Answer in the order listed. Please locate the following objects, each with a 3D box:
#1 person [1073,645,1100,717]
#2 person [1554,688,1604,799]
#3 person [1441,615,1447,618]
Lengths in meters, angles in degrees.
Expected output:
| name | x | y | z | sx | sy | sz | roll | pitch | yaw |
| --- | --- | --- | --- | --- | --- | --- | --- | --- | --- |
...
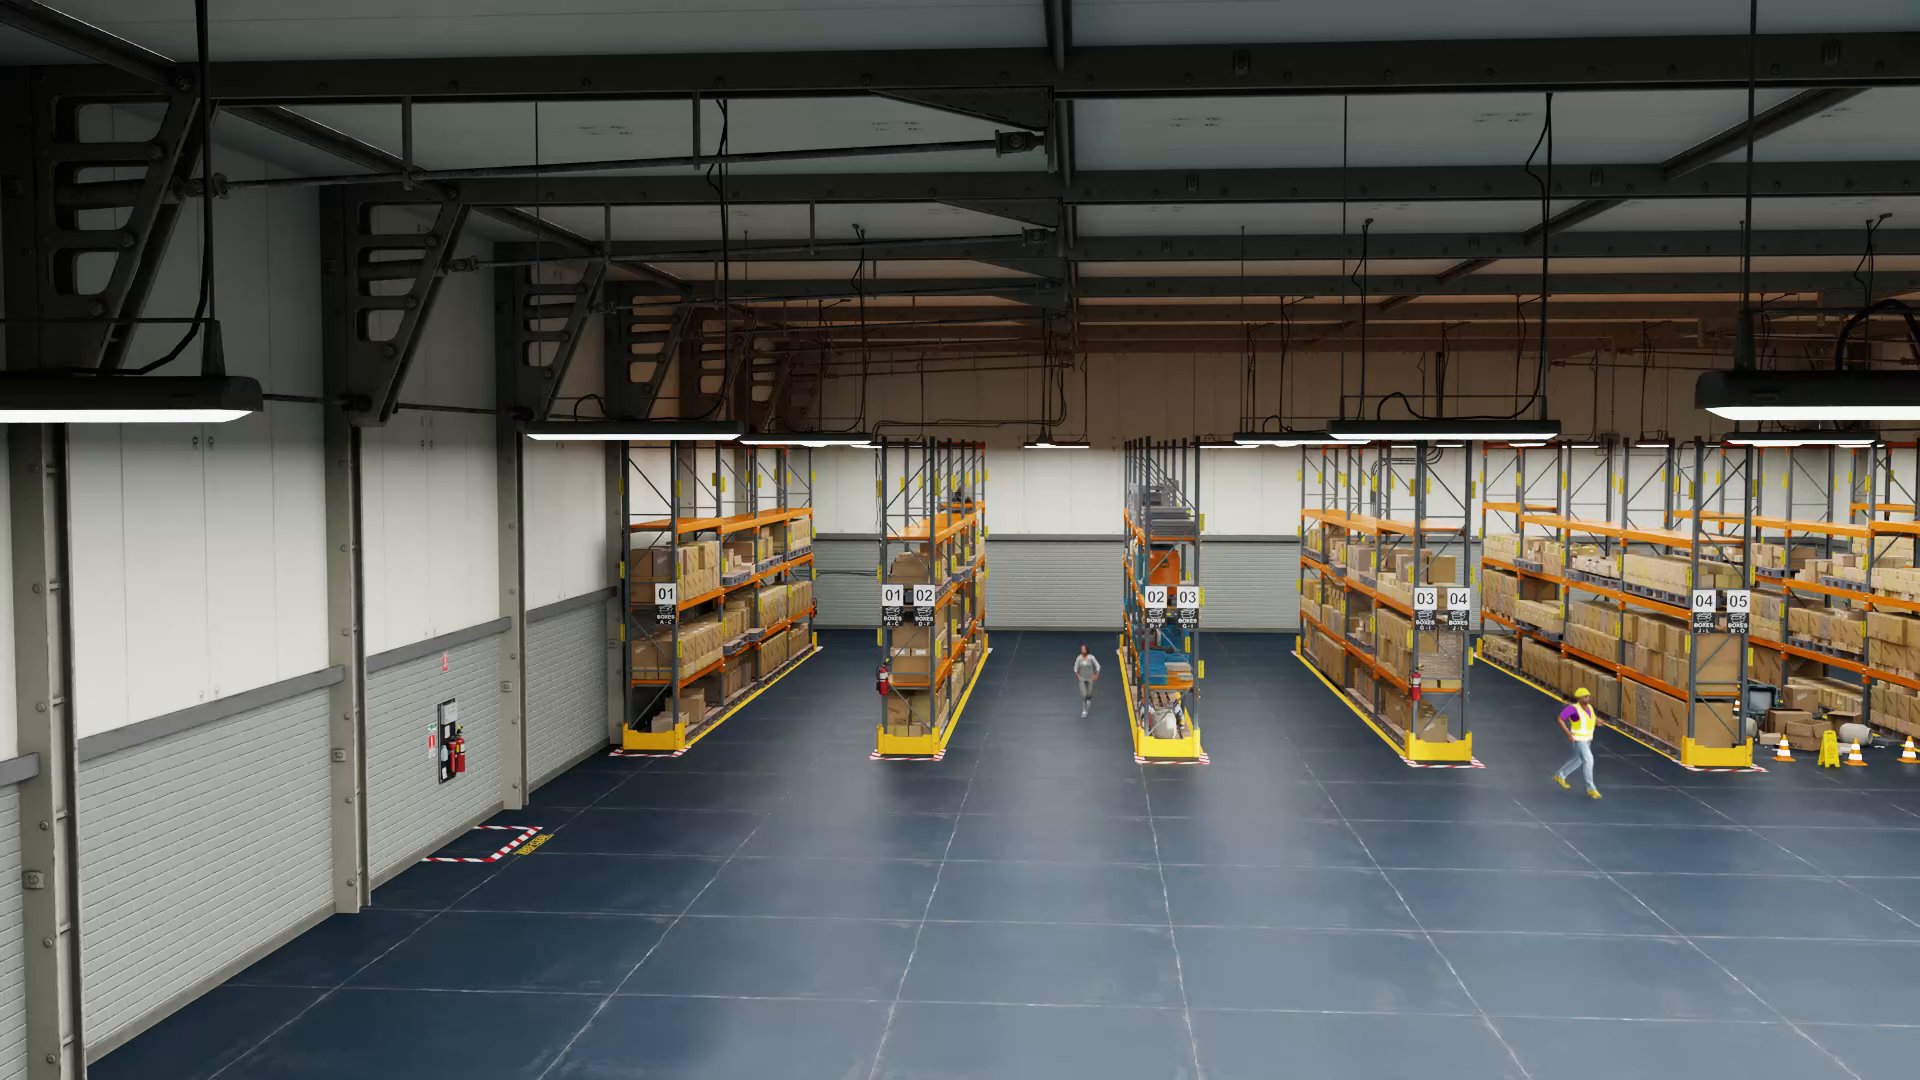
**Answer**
| name | x | y | z | sx | sy | sz | roll | pitch | yaw |
| --- | --- | --- | --- | --- | --- | --- | --- | --- | --- |
| person | 2.730 | 3.034 | 35.898 | 0.561 | 1.564 | 0.603 | 1 | 3 | 9 |
| person | 10.354 | 3.350 | 27.727 | 0.676 | 1.794 | 0.909 | -3 | 4 | -42 |
| person | 13.195 | 2.462 | 46.126 | 0.677 | 1.589 | 0.577 | 1 | 3 | 18 |
